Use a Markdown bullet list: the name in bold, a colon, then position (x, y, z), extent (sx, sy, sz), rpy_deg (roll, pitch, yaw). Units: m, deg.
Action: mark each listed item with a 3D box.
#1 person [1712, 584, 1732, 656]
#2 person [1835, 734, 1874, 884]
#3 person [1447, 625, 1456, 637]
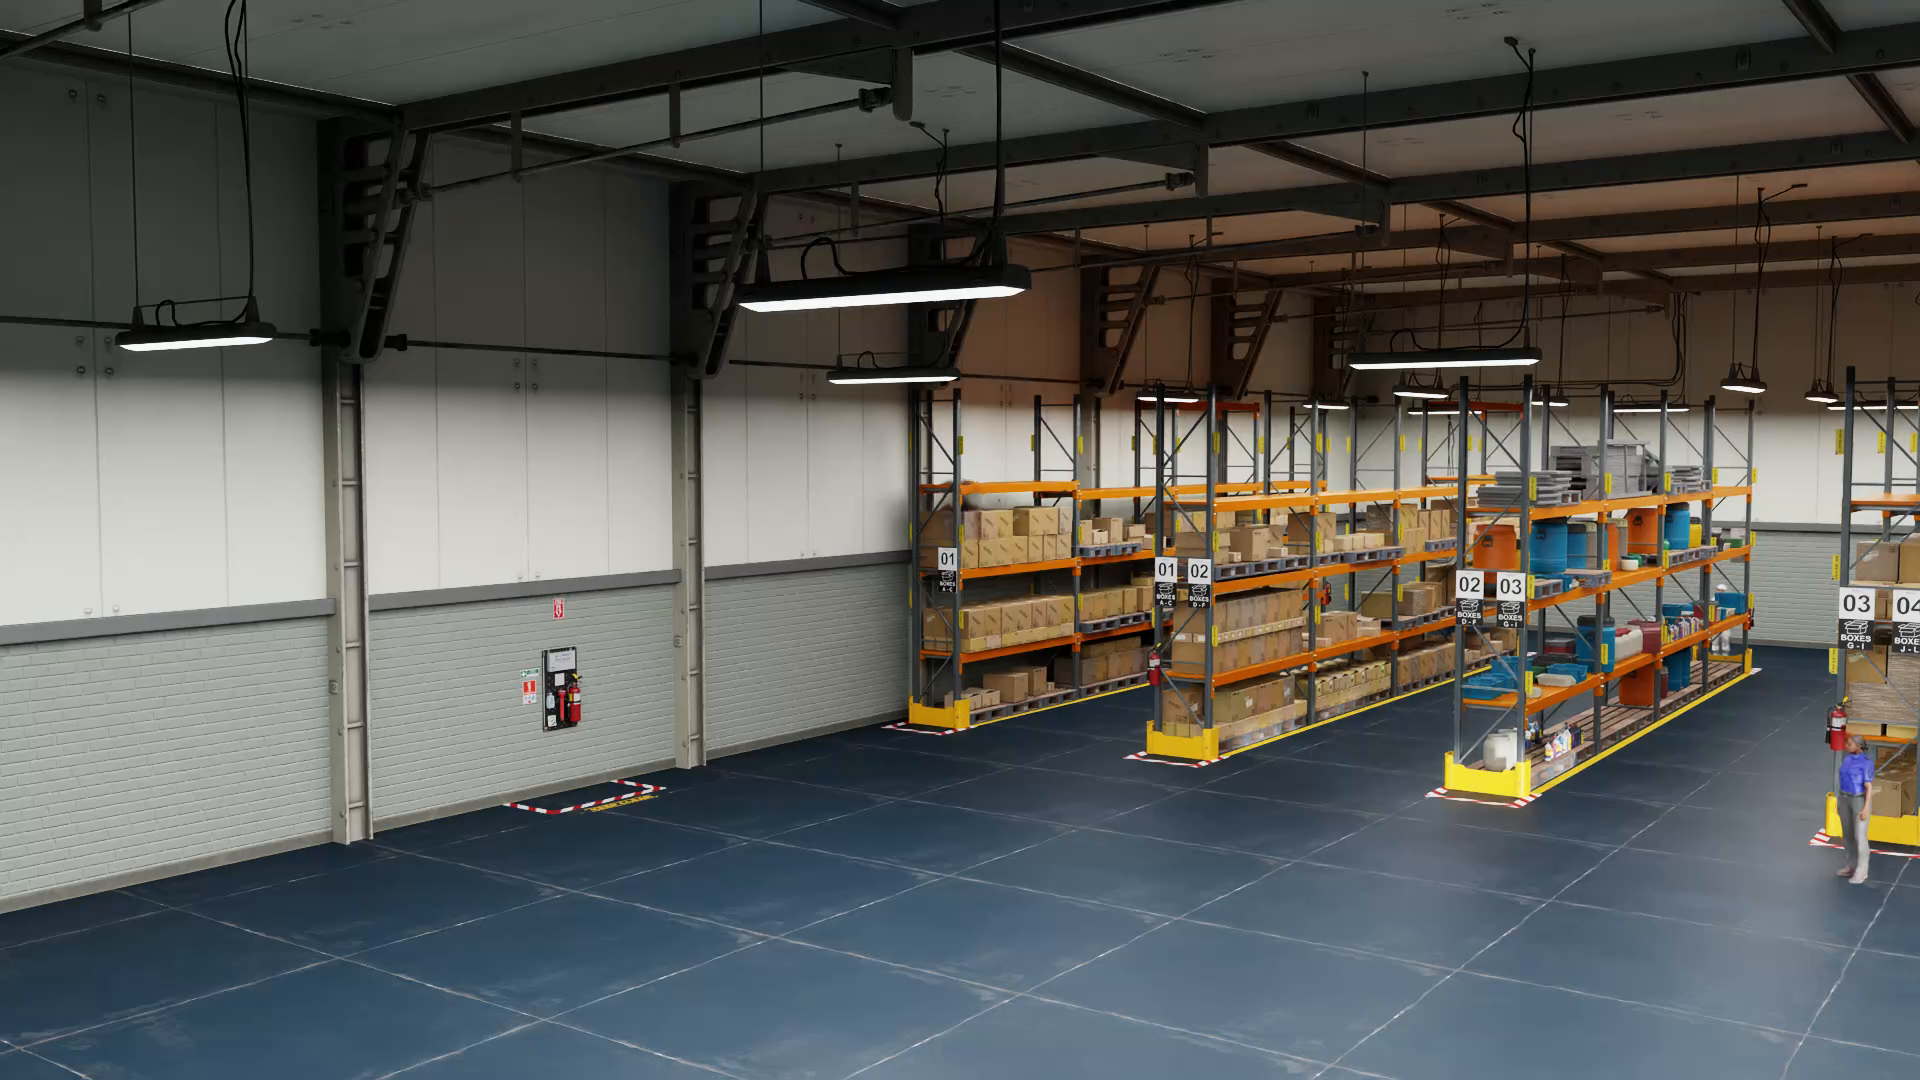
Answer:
- **person**: position (17.589, 1.924, 38.483), extent (0.542, 1.794, 0.622), rpy_deg (2, 4, 30)
- **person**: position (10.306, 3.093, 19.238), extent (0.431, 1.670, 0.477), rpy_deg (-1, 4, -24)
- **person**: position (12.525, 1.799, 42.207), extent (0.455, 1.623, 0.345), rpy_deg (1, 3, 11)
